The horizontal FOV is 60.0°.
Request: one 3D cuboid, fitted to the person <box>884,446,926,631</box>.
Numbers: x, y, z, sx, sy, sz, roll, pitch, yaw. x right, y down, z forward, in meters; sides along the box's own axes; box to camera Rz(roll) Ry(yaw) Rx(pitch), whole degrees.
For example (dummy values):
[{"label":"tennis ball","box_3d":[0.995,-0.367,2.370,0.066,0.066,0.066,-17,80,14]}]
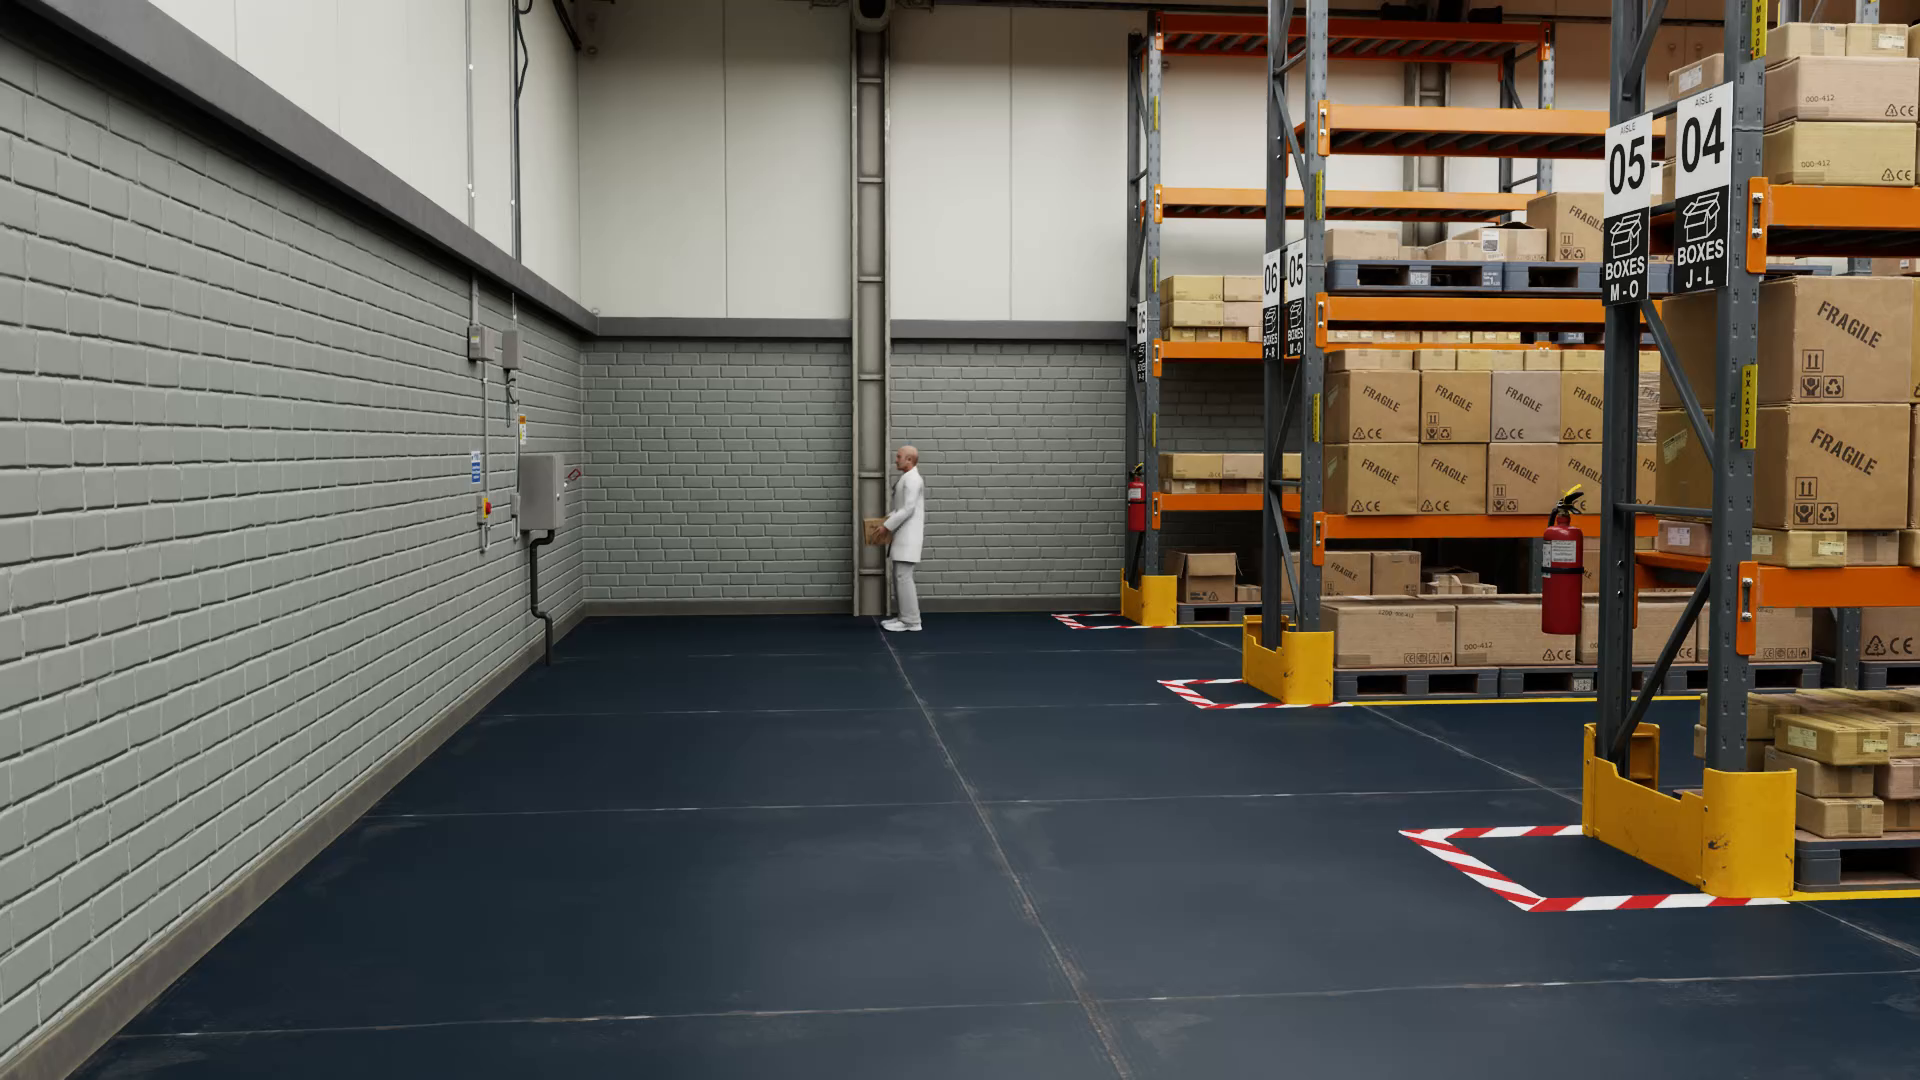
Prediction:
[{"label":"person","box_3d":[-0.543,-0.016,16.038,0.415,1.774,0.655,0,3,-8]}]
